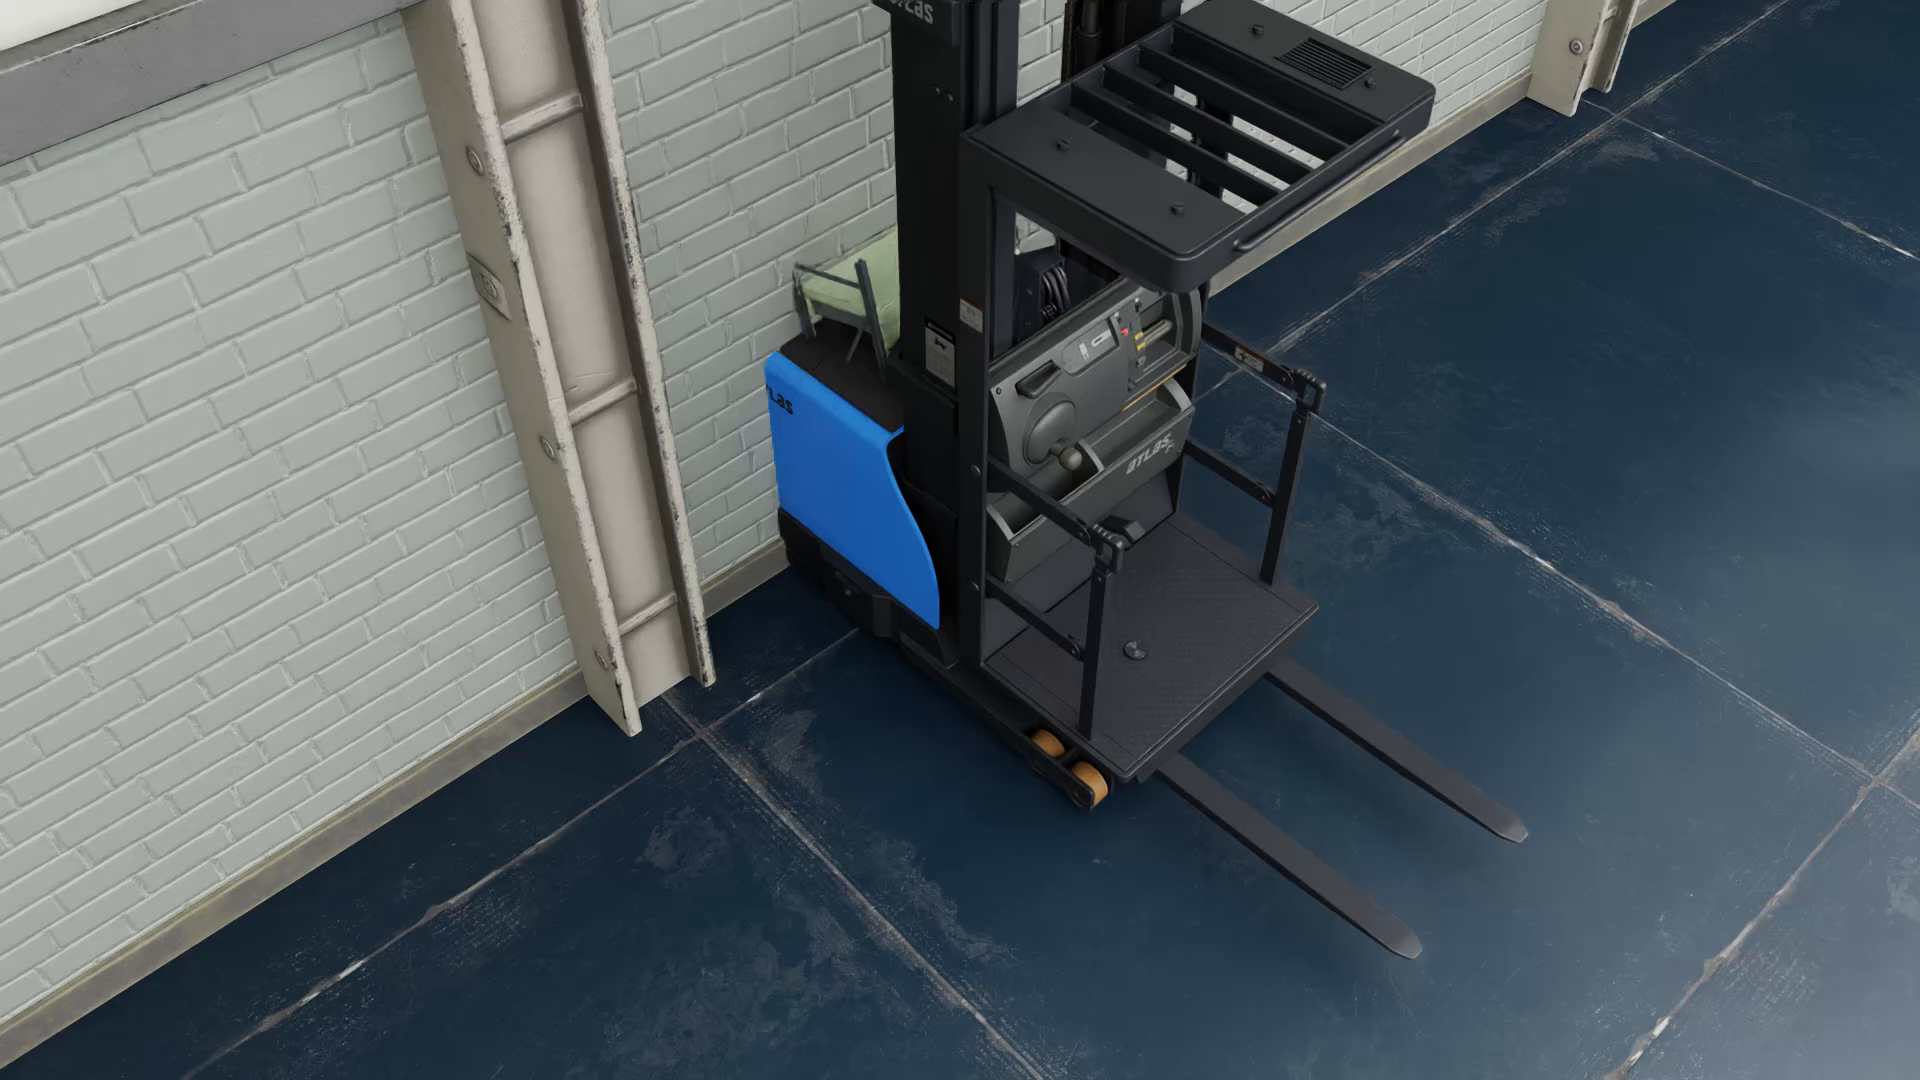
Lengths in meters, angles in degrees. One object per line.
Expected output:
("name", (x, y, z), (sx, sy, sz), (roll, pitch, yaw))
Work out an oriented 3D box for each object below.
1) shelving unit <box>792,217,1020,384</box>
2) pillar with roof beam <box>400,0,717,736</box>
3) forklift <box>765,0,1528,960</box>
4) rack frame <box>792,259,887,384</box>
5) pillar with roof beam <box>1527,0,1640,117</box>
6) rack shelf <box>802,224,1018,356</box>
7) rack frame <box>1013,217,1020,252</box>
("shelving unit", (-0.110, -0.613, 6.229), (0.431, 1.500, 0.755), (23, 51, 35))
("pillar with roof beam", (1.733, -0.170, 0.784), (0.400, 9.000, 9.100), (-34, 56, -27))
("forklift", (0.597, -0.484, 5.202), (1.130, 2.935, 3.031), (-36, 57, -29))
("rack frame", (-0.344, -0.405, 6.040), (0.400, 1.500, 0.023), (23, 51, 35))
("pillar with roof beam", (6.172, -3.136, 3.521), (0.400, 9.000, 9.100), (-34, 56, -27))
("rack shelf", (-0.173, -0.909, 5.982), (0.431, 0.370, 0.720), (23, 51, 35))
("rack frame", (0.124, -0.822, 6.418), (0.400, 1.500, 0.023), (23, 51, 35))
